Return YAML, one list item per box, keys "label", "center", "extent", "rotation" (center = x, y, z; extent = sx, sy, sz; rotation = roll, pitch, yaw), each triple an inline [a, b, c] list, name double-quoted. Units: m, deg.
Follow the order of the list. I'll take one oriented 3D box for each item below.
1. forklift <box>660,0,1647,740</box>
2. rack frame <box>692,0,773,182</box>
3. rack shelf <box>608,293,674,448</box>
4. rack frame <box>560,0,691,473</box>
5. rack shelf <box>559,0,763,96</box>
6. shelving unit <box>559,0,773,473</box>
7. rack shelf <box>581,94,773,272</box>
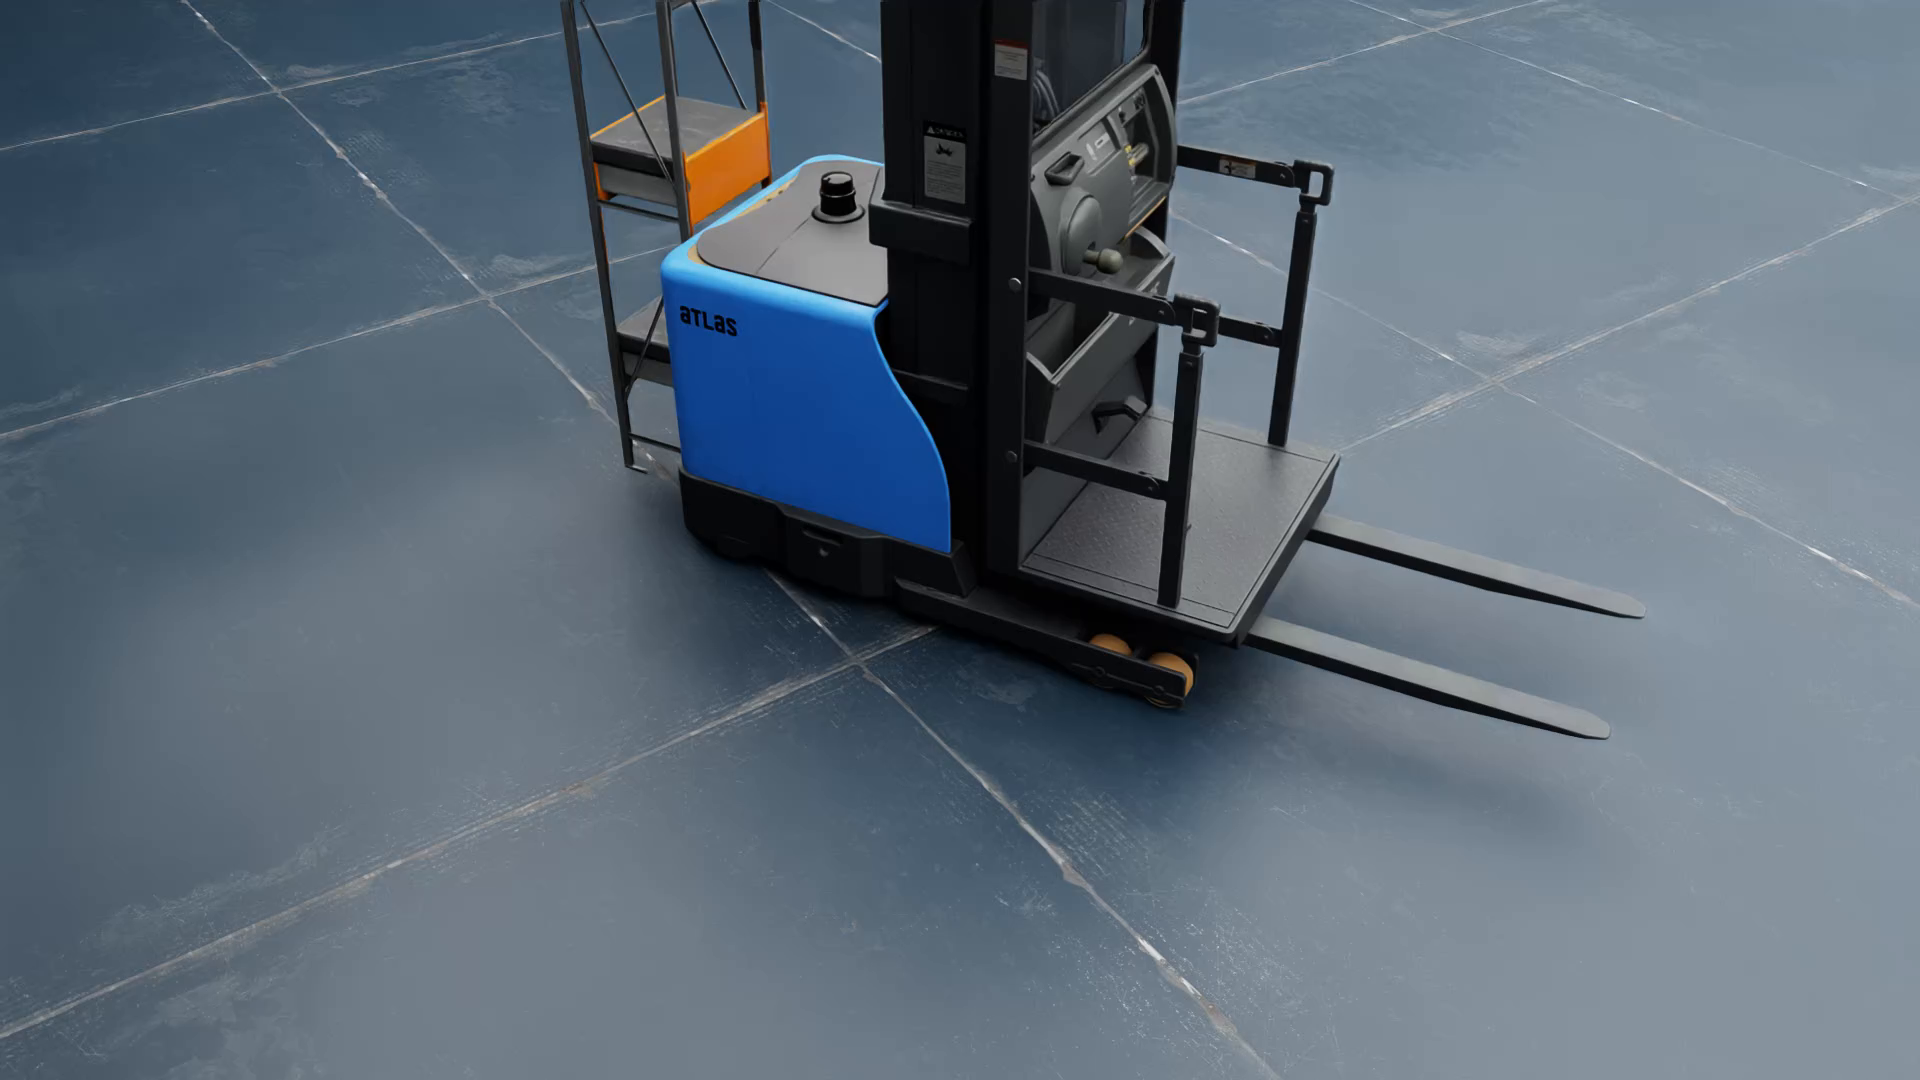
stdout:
- label: "forklift"
  center: [0.602, -1.037, 4.682]
  extent: [3.031, 2.935, 1.130]
  rotation: [17, 39, 22]
- label: "rack frame"
  center: [-0.828, -1.323, 5.792]
  extent: [0.400, 2.100, 0.015]
  rotation: [17, 39, 22]
- label: "rack shelf"
  center: [-0.940, -0.618, 6.033]
  extent: [0.431, 0.518, 0.480]
  rotation: [17, 39, 22]
- label: "rack frame"
  center: [-1.052, -1.070, 5.440]
  extent: [0.400, 2.100, 0.015]
  rotation: [17, 39, 22]
- label: "rack shelf"
  center: [-0.940, -1.754, 5.215]
  extent: [0.431, 0.518, 0.480]
  rotation: [17, 39, 22]
- label: "shelving unit"
  center: [-0.940, -1.197, 5.616]
  extent: [0.431, 2.100, 0.503]
  rotation: [17, 39, 22]
- label: "rack shelf"
  center: [-0.940, -1.186, 5.624]
  extent: [0.431, 0.518, 0.480]
  rotation: [17, 39, 22]
